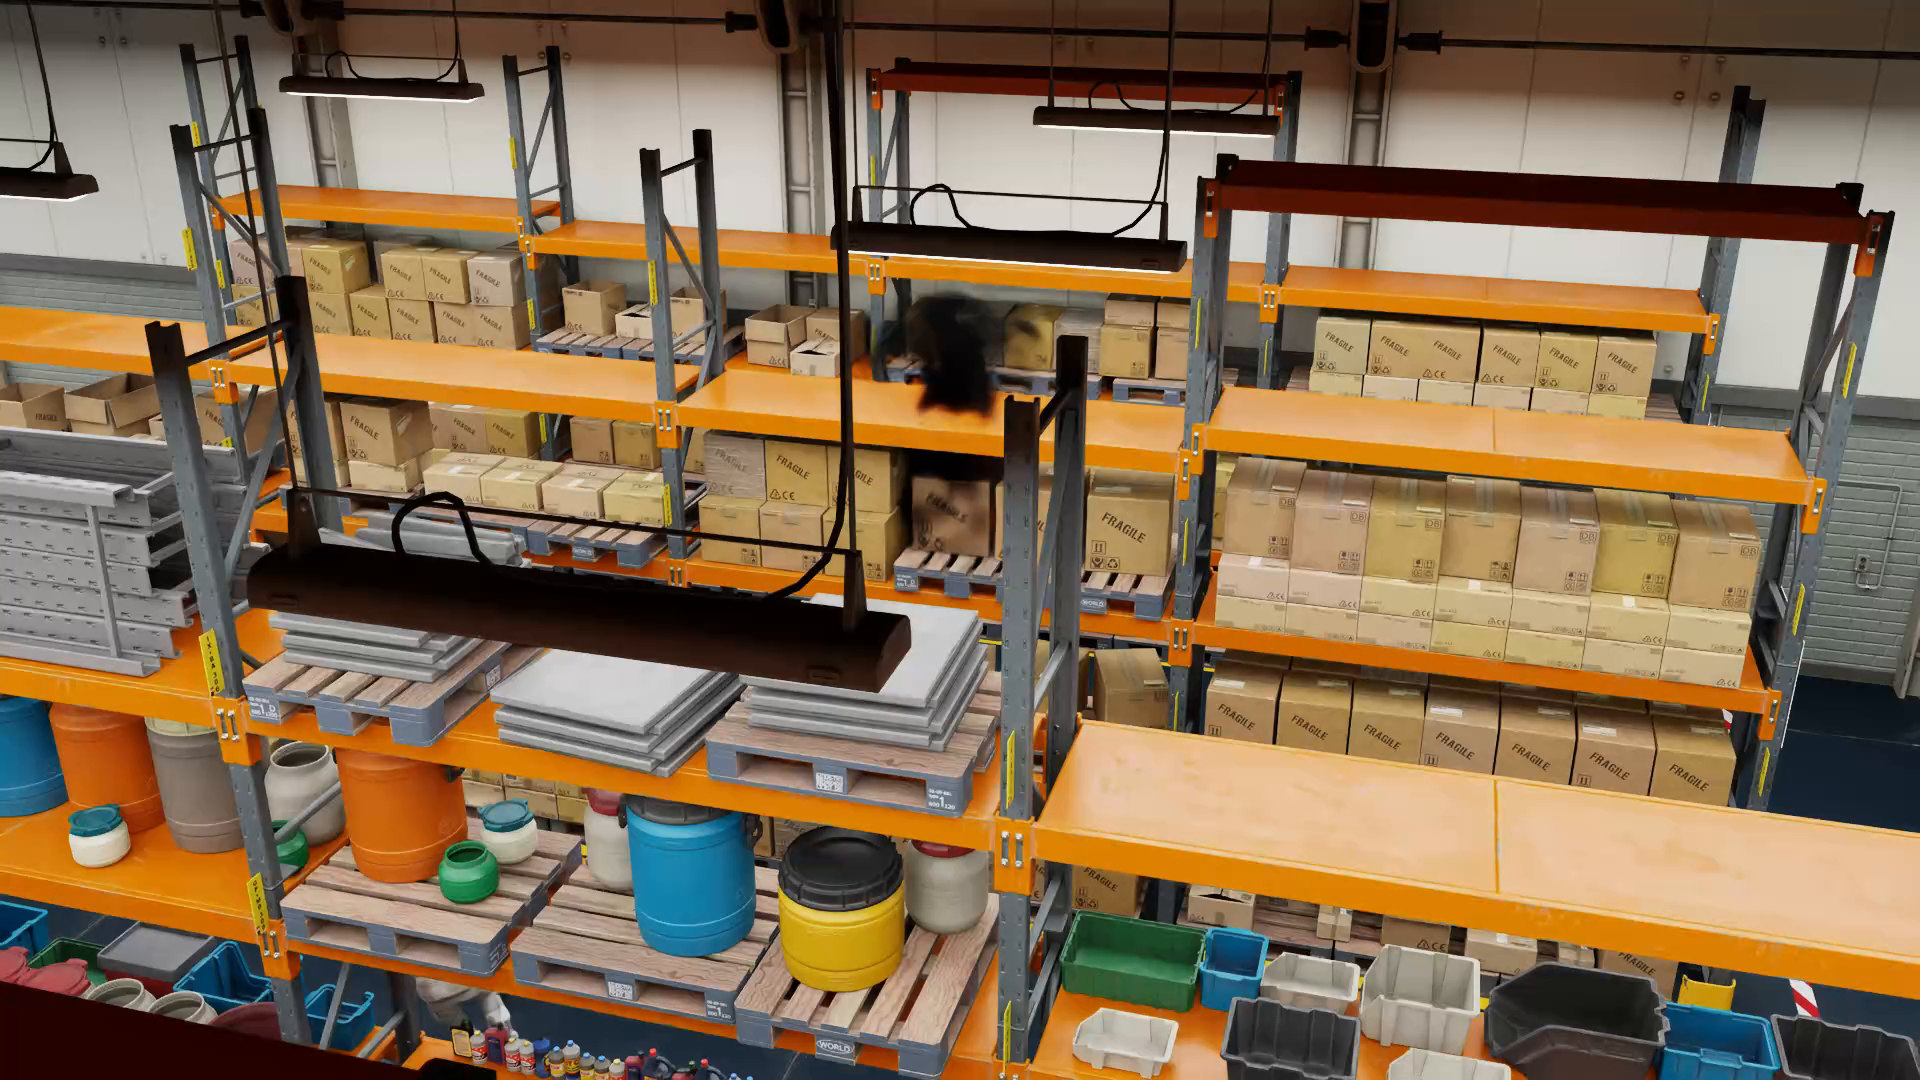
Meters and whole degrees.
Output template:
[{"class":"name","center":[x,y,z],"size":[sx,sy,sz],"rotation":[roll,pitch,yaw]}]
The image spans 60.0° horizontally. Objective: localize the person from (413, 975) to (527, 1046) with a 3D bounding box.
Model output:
[{"class":"person","center":[-3.488,2.970,11.462],"size":[0.878,1.702,0.589],"rotation":[-10,25,-23]}]
